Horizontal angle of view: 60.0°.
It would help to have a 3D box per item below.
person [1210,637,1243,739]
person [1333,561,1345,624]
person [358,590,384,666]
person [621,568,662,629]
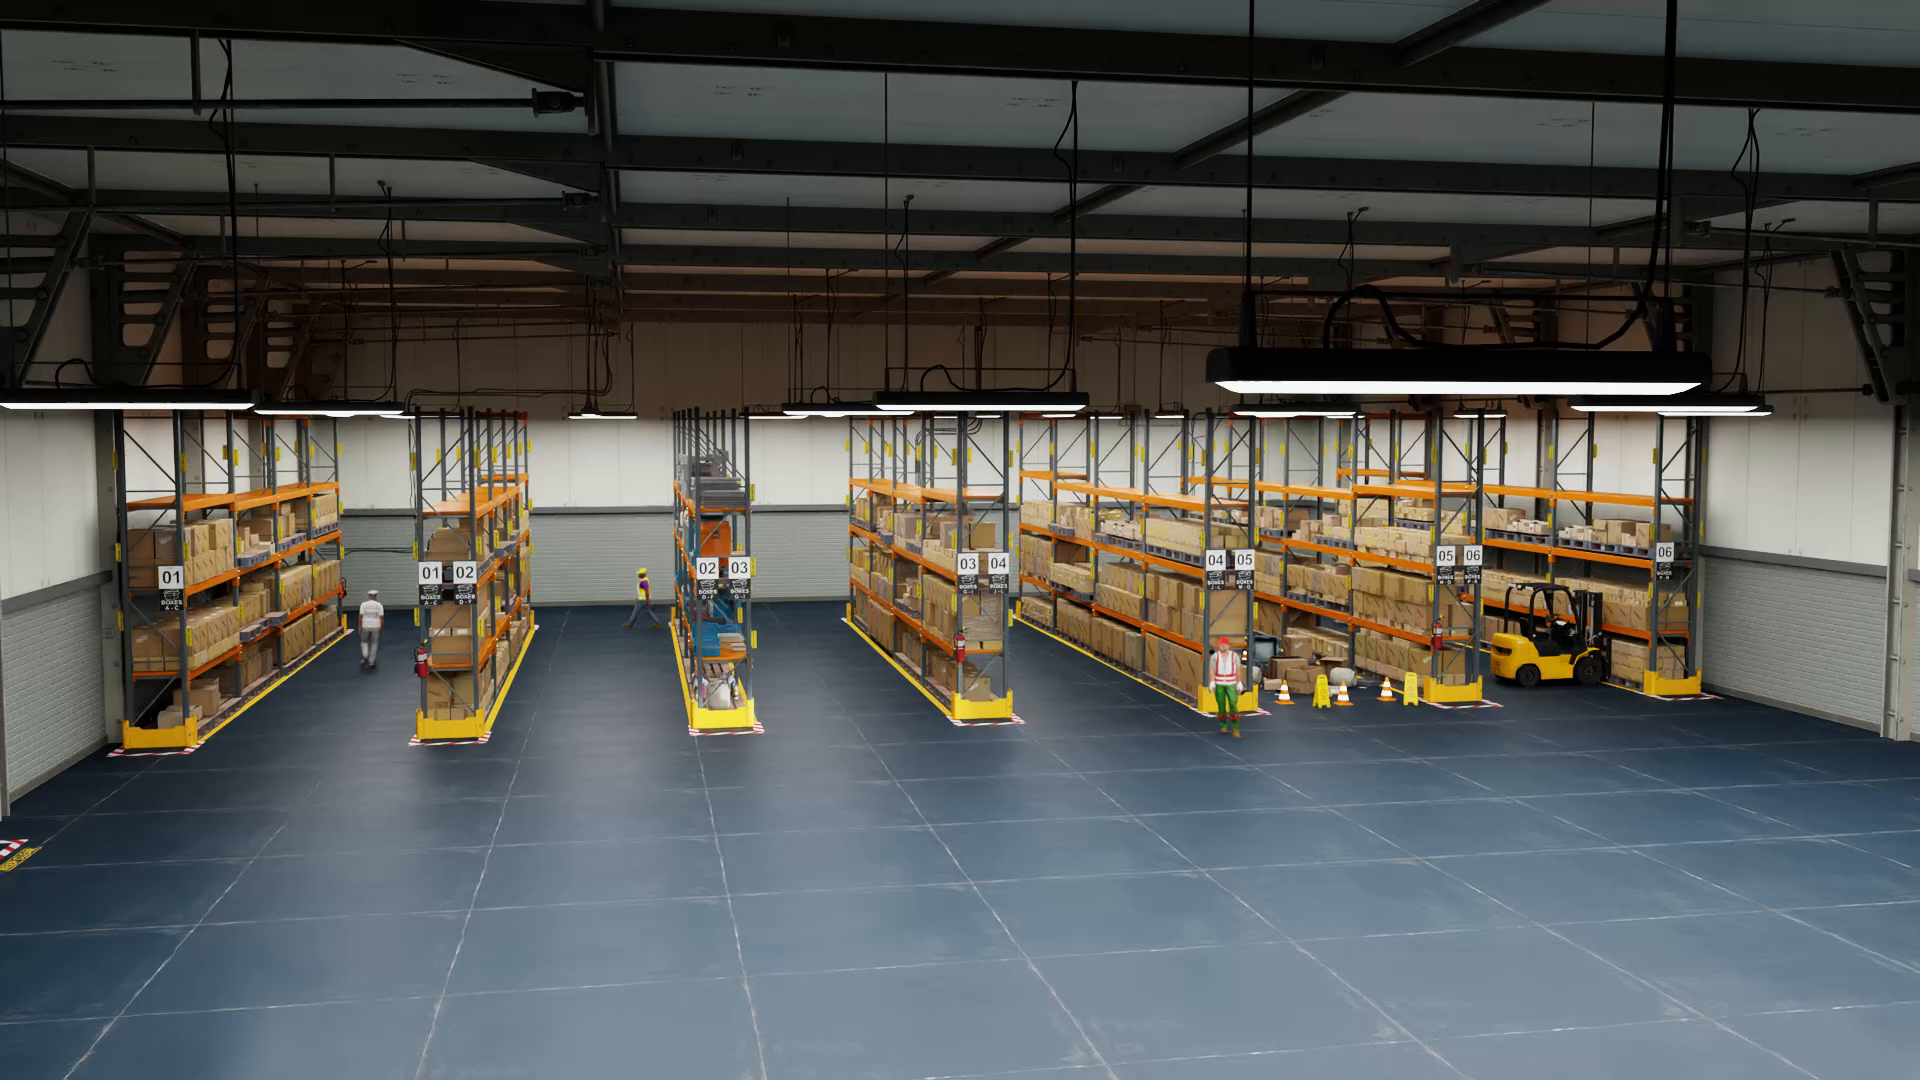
[{"bbox_3d":[4.858,2.671,30.378,0.623,1.791,0.639,1,4,16],"label":"person"},{"bbox_3d":[10.775,1.482,47.130,0.539,1.779,0.621,3,5,34],"label":"person"},{"bbox_3d":[-13.791,2.069,38.951,0.574,1.755,0.484,-1,4,-12],"label":"person"},{"bbox_3d":[-8.814,1.613,45.945,1.123,1.688,0.549,0,4,4],"label":"person"}]
